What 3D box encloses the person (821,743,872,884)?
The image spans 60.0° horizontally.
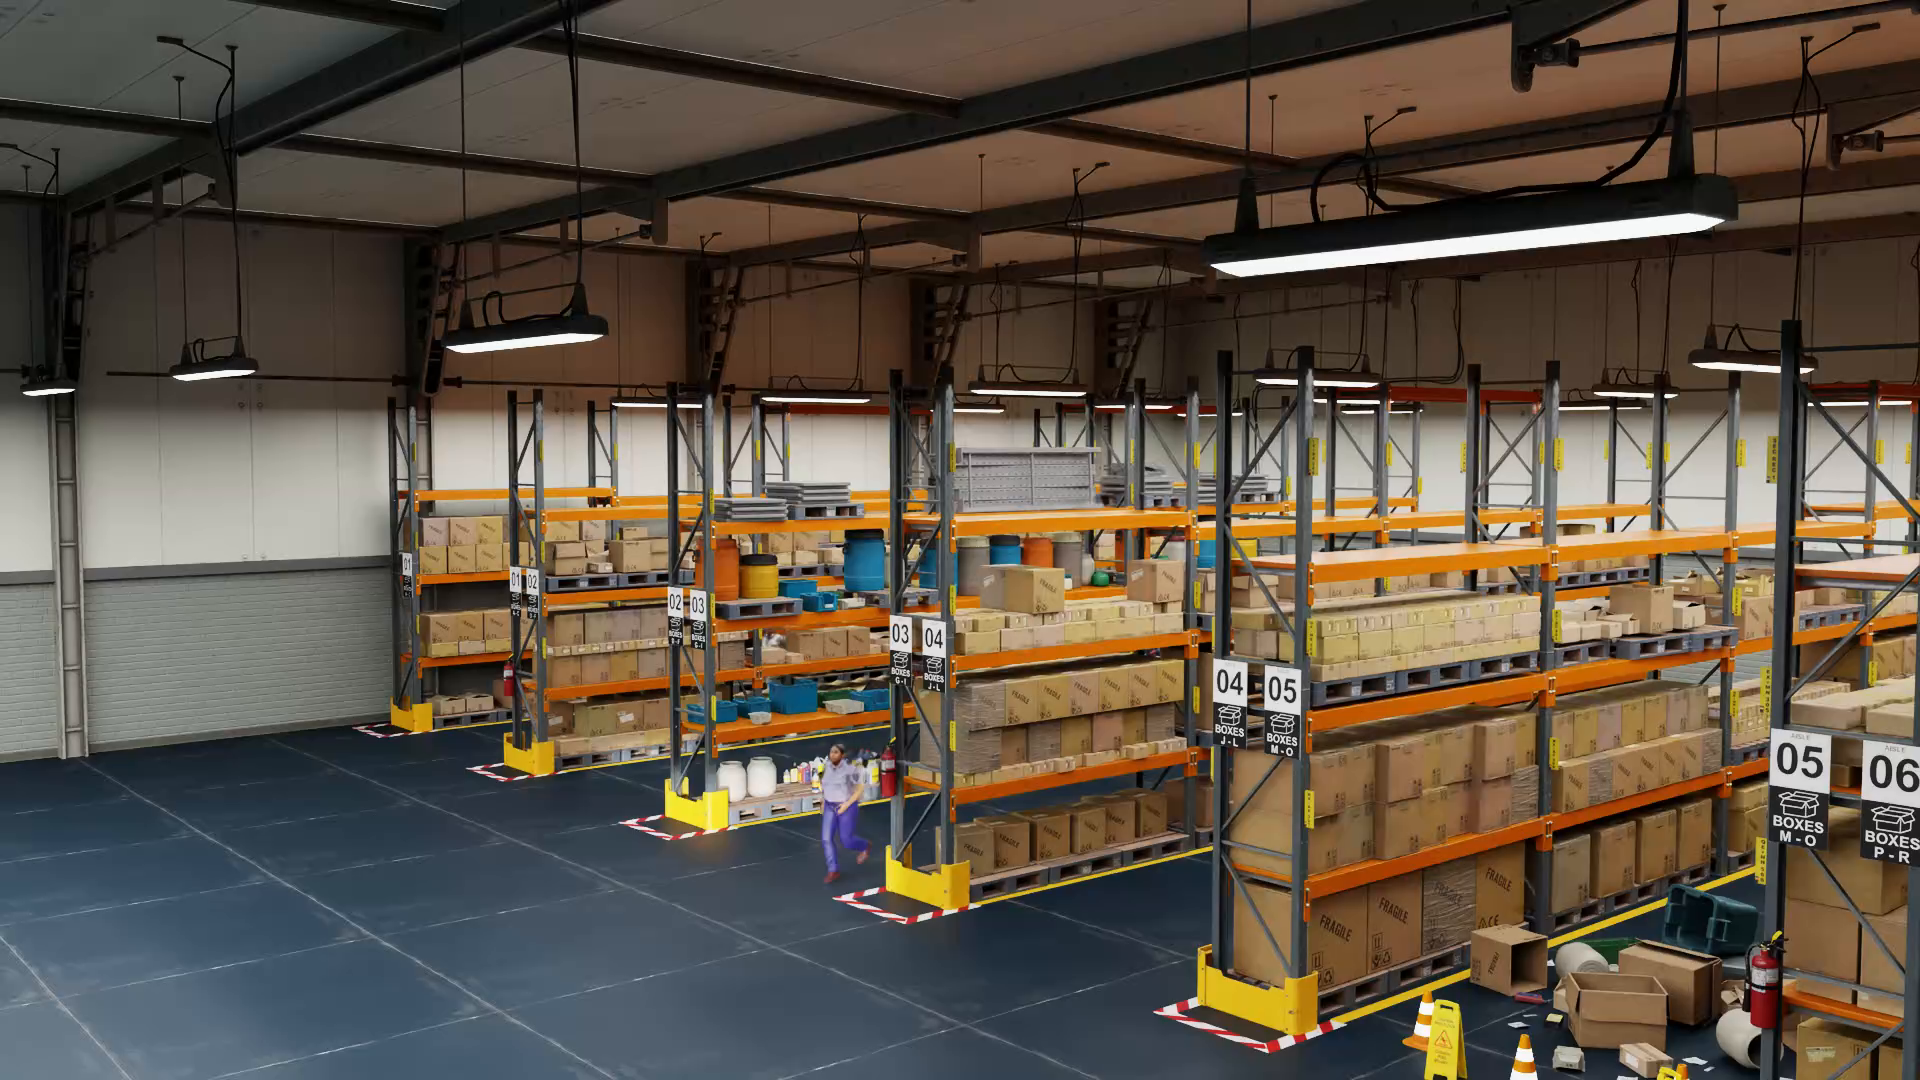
[{"bbox_3d":[-1.398,3.214,19.837,0.599,1.632,0.808,2,4,29],"label":"person"}]

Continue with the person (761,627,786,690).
[{"bbox_3d":[-3.582,2.420,31.734,0.644,1.823,0.805,3,4,41],"label":"person"}]
